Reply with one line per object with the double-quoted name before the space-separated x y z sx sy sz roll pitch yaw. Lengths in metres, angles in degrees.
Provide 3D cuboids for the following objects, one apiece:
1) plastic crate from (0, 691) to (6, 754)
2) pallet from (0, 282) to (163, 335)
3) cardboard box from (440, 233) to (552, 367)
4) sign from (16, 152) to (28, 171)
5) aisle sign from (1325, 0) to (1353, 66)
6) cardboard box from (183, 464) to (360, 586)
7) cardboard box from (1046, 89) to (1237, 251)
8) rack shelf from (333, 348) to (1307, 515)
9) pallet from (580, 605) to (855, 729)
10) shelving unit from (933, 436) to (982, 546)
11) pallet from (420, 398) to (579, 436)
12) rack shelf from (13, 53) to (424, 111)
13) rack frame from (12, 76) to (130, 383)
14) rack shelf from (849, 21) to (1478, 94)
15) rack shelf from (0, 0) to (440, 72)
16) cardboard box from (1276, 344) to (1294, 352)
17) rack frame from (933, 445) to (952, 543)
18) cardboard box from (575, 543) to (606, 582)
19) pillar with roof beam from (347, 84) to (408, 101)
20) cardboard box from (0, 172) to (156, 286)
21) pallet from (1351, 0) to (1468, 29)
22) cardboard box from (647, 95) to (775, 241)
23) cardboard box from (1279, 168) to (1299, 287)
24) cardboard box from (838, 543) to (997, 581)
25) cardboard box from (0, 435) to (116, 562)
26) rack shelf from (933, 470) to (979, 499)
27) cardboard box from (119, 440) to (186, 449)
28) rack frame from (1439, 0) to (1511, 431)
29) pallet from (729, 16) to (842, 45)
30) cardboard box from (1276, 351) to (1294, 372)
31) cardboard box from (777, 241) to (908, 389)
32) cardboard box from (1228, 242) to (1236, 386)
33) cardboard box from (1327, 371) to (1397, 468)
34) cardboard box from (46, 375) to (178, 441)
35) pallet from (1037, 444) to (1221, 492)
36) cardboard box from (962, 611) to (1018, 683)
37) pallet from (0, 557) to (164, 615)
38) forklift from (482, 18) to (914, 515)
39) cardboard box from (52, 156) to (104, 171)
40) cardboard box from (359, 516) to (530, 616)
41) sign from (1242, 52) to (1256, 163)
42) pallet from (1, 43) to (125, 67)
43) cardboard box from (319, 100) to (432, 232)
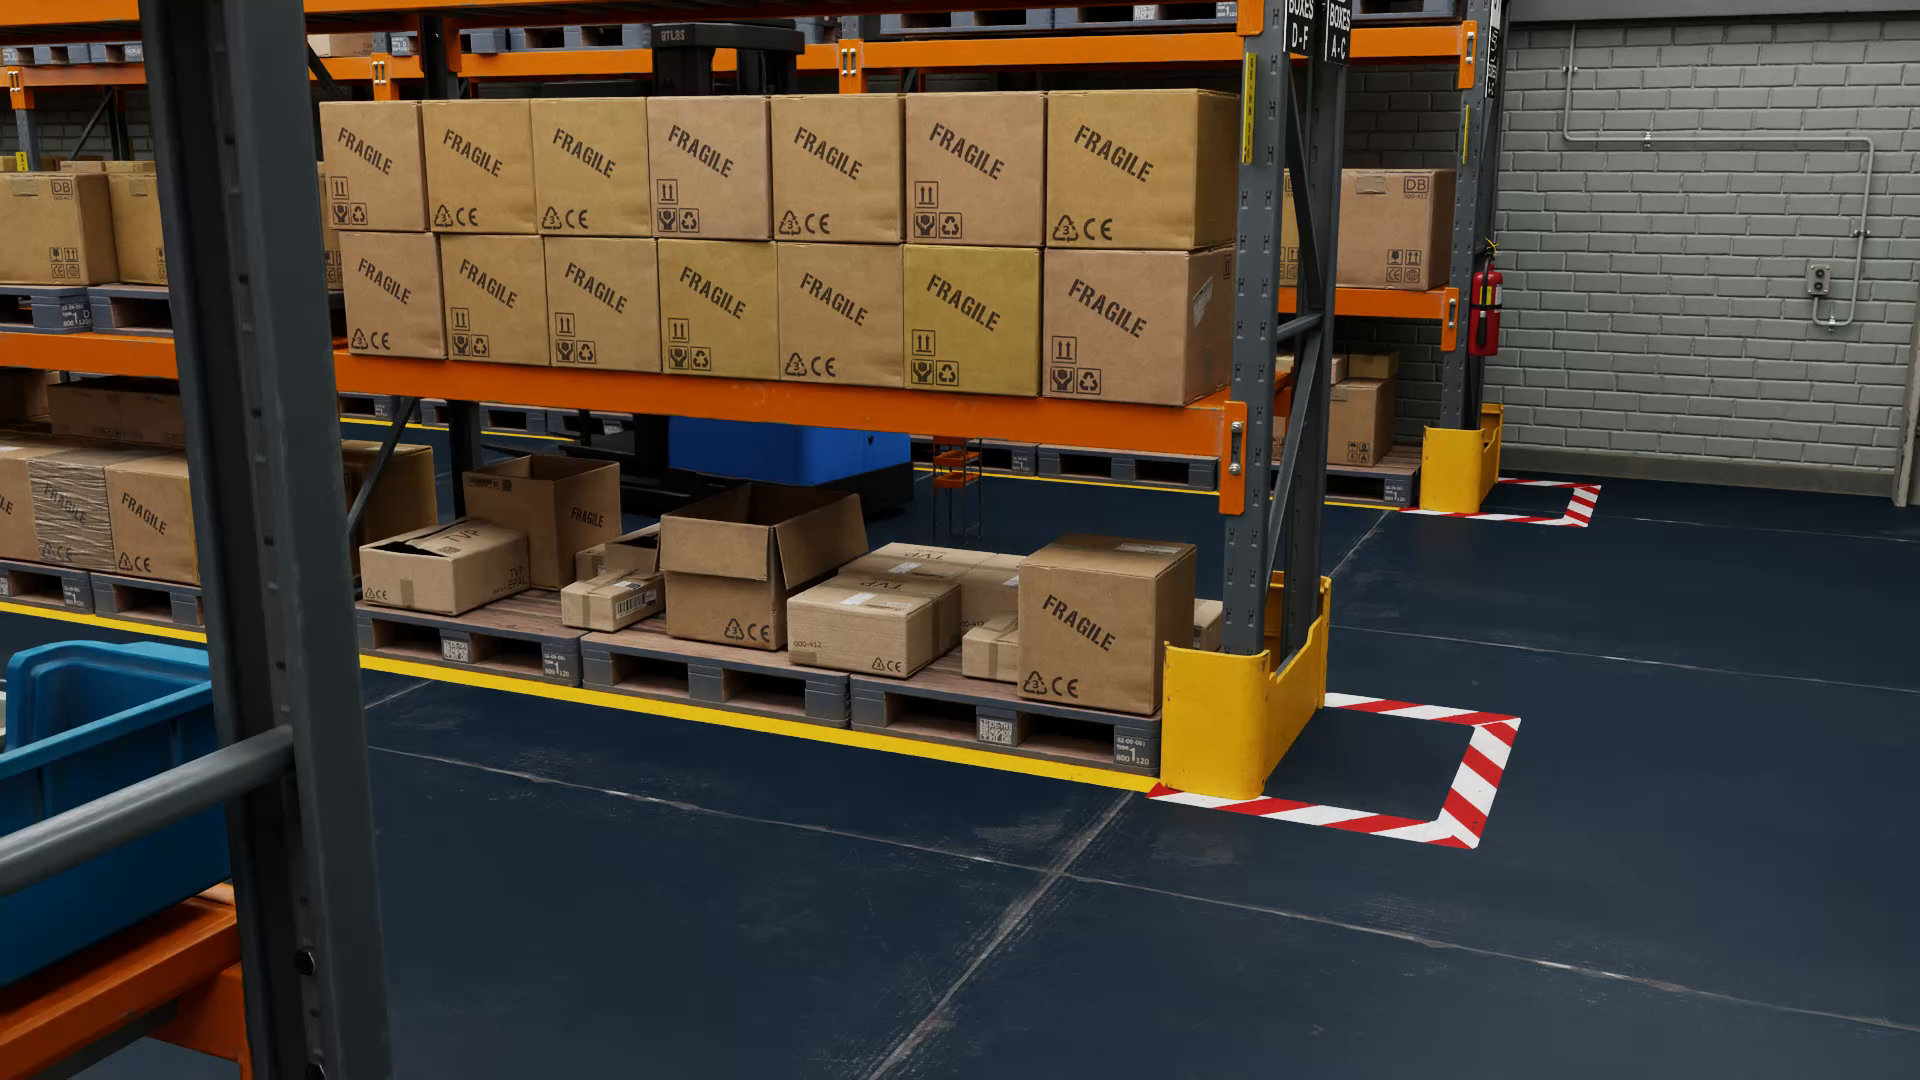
"plastic crate" -1.233 0.278 1.950 0.298 0.136 0.250 6 14 23
"pallet" -4.406 -1.185 8.157 1.213 0.211 1.003 6 14 23
"cardboard box" -1.704 -0.985 6.667 0.500 0.500 0.500 6 15 24
"sign" -8.053 -3.170 14.301 0.005 0.325 0.100 6 14 23
"aisle sign" 1.310 -2.037 5.681 0.004 0.787 0.394 6 14 23
"cardboard box" -3.096 -0.070 7.495 0.500 0.500 0.500 6 14 23
"cardboard box" 0.610 -1.236 5.548 0.500 0.500 0.500 6 14 23
"rack shelf" -0.700 -0.552 6.614 4.000 0.370 1.077 6 14 23
"pallet" -0.782 0.447 6.888 1.213 0.211 1.003 6 14 23
"shelving unit" -0.013 -0.585 9.123 0.189 1.200 0.258 6 14 23
"pallet" -3.493 -1.046 13.249 1.213 0.211 1.003 6 14 23
"rack shelf" -6.011 -3.787 13.837 4.000 0.370 1.077 6 14 23
"rack frame" -7.840 -2.862 14.886 0.127 3.000 1.000 6 14 23
"rack shelf" 1.303 -3.047 10.682 4.000 0.370 1.077 6 14 23
"rack shelf" -4.357 -2.382 7.849 4.000 0.370 1.077 6 14 23
"cardboard box" 2.183 -1.176 10.832 0.250 0.149 0.380 6 14 23
"rack frame" -0.097 -0.594 9.160 0.006 1.200 0.240 6 14 23
"cardboard box" -1.526 0.103 7.529 0.250 0.149 0.380 6 14 23
"pillar with roof beam" -6.765 -4.814 10.074 0.400 9.000 9.100 6 14 23
"cardboard box" -4.169 -1.491 7.903 0.500 0.500 0.700 2 13 9
"pallet" 2.449 -3.235 10.105 1.213 0.211 1.003 6 14 23
"cardboard box" -0.798 -1.377 6.150 0.500 0.500 0.500 6 15 25
"cardboard box" 1.991 -2.008 10.589 0.700 0.700 0.980 6 14 23
"cardboard box" -0.168 0.206 6.868 0.500 0.250 0.500 6 14 23
"cardboard box" -4.469 -0.210 8.094 0.500 0.500 0.500 5 14 21
"rack shelf" -0.013 -0.309 9.188 0.180 0.103 0.258 6 14 23
"cardboard box" -3.818 -0.275 8.368 0.500 0.500 0.500 6 14 24
"rack frame" 3.132 -1.752 10.154 0.127 3.000 1.000 6 14 23
"pallet" -1.384 -3.564 11.728 1.217 0.209 0.805 5 14 21
"cardboard box" 2.026 -1.096 10.493 0.250 0.149 0.380 6 15 25
"cardboard box" -0.321 -0.845 6.069 0.500 0.500 0.500 6 14 24
"cardboard box" 0.830 -0.862 6.142 0.500 0.500 0.500 6 15 24
"cardboard box" 2.451 -0.783 10.579 0.500 0.500 0.700 6 14 23
"cardboard box" -4.245 -0.684 8.470 0.500 0.250 0.500 5 14 22
"pallet" 1.257 -0.565 11.201 1.213 0.211 1.003 6 14 23
"cardboard box" 0.198 0.393 6.252 0.250 0.166 0.380 6 14 23
"pallet" -4.407 0.091 8.406 1.213 0.211 1.003 6 14 23
"forklift" -1.773 -1.707 10.114 3.031 2.935 1.130 9 16 34
"cardboard box" -8.185 -3.251 15.187 0.500 0.500 0.500 5 14 22
"cardboard box" -2.233 0.092 7.219 0.500 0.311 0.500 6 14 23
"sign" 0.885 -1.320 5.089 0.005 0.325 0.100 6 14 23
"pallet" -7.319 -4.152 14.227 1.003 0.211 1.213 6 14 23
"cardboard box" -2.212 -1.520 6.759 0.500 0.500 0.500 6 15 25
